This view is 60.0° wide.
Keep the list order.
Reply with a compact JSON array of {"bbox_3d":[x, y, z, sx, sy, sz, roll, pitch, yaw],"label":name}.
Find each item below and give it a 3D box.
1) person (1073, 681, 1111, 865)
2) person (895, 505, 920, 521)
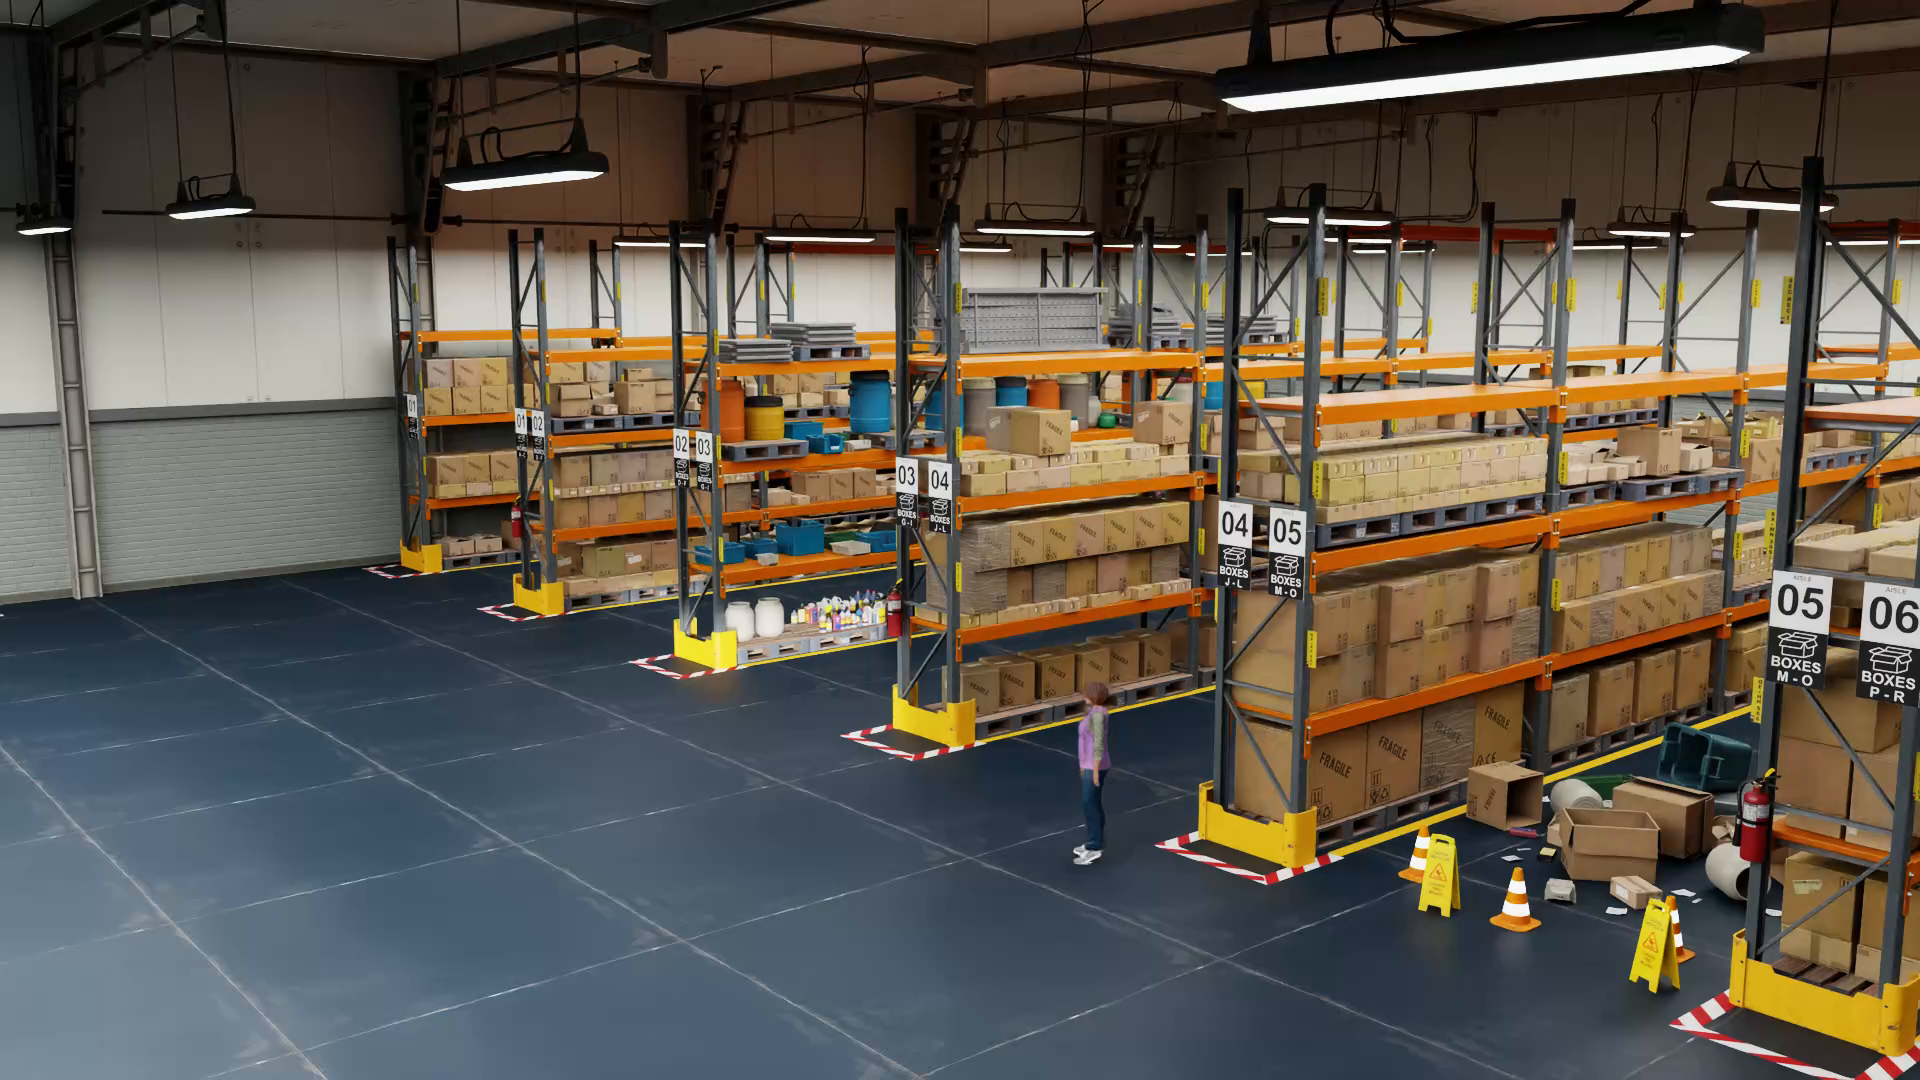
[{"bbox_3d":[1.201,2.087,15.052,0.332,1.627,0.494,1,9,7],"label":"person"},{"bbox_3d":[-1.135,-0.906,34.424,0.449,1.561,0.703,8,12,44],"label":"person"}]
